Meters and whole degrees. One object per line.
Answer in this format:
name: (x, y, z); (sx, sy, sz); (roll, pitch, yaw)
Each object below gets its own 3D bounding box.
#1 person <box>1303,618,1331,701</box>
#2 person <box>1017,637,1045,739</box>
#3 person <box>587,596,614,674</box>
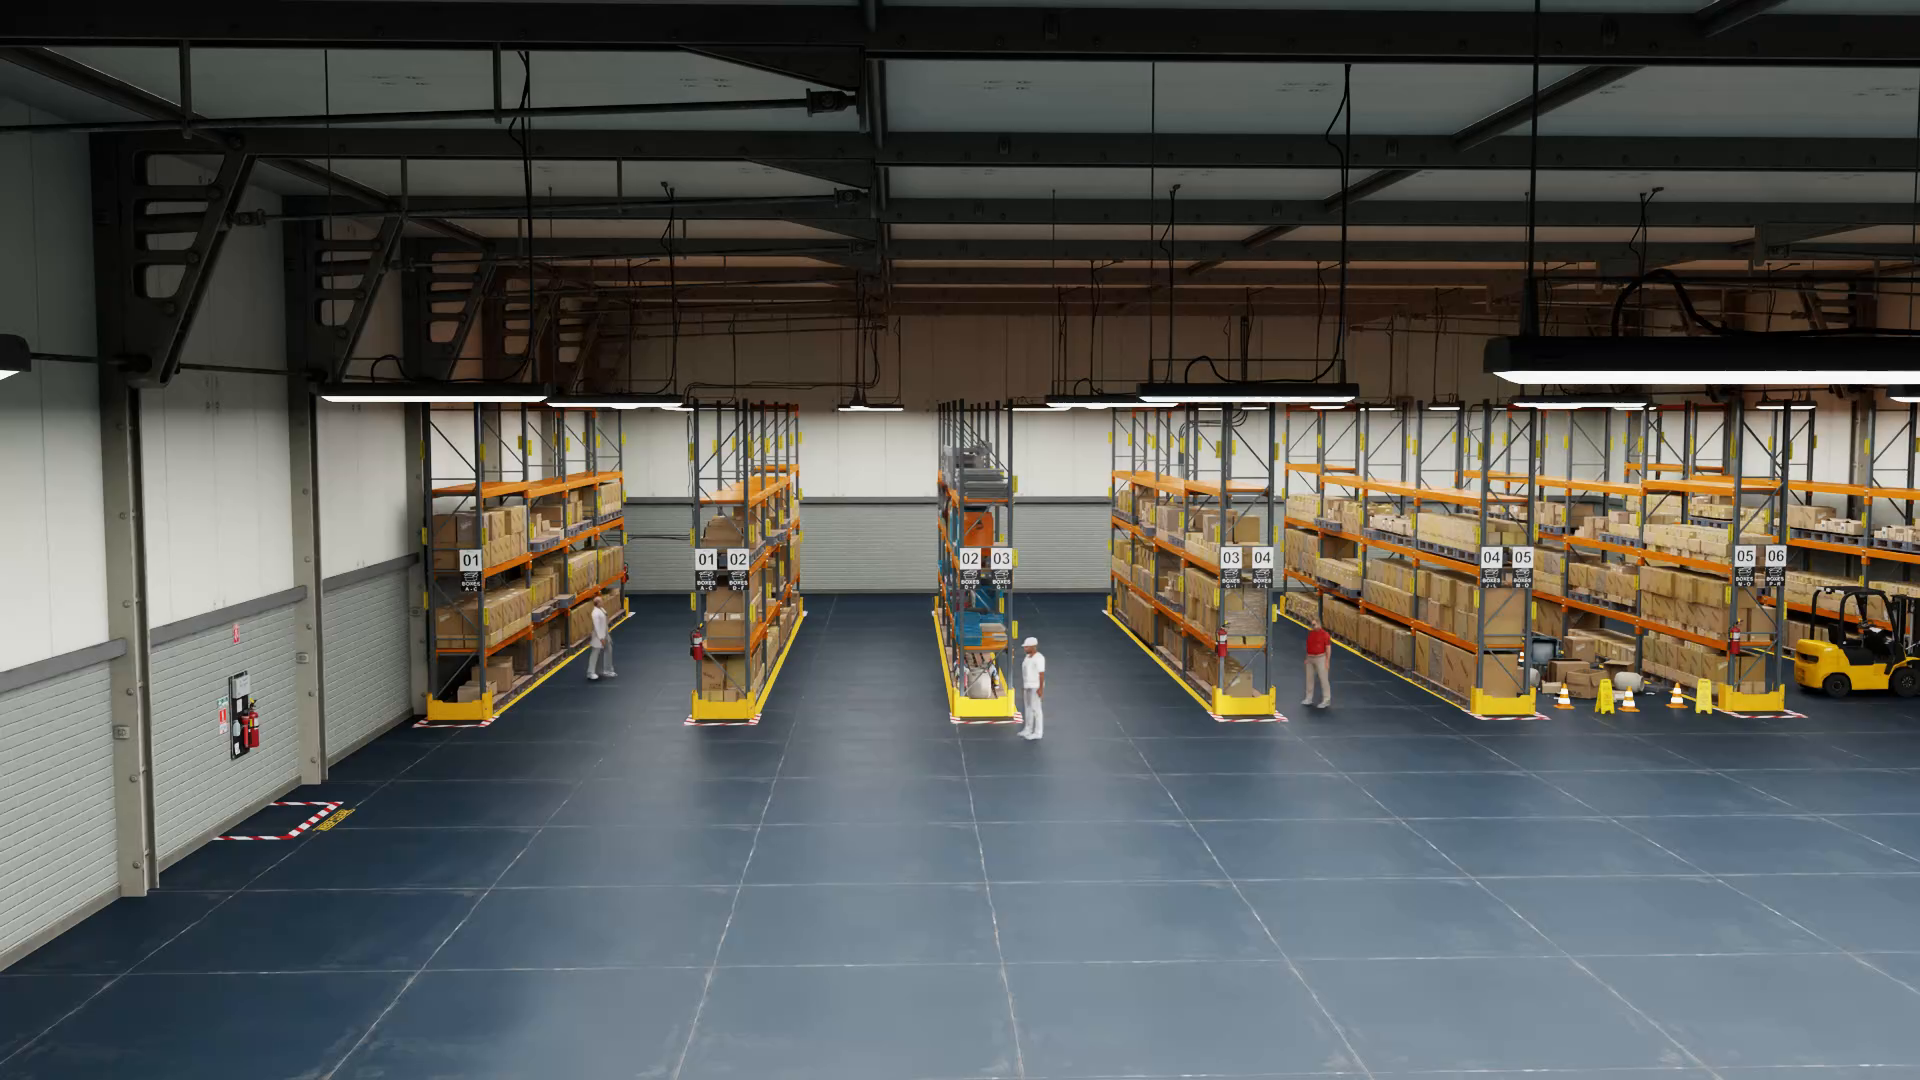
person: (6.980, 2.342, 32.629); (0.369, 1.653, 0.596); (-4, 6, -42)
person: (1.246, 2.600, 29.375); (0.429, 1.771, 0.582); (-2, 5, -27)
person: (-7.793, 2.050, 36.022); (0.511, 1.682, 0.679); (1, 4, 14)
